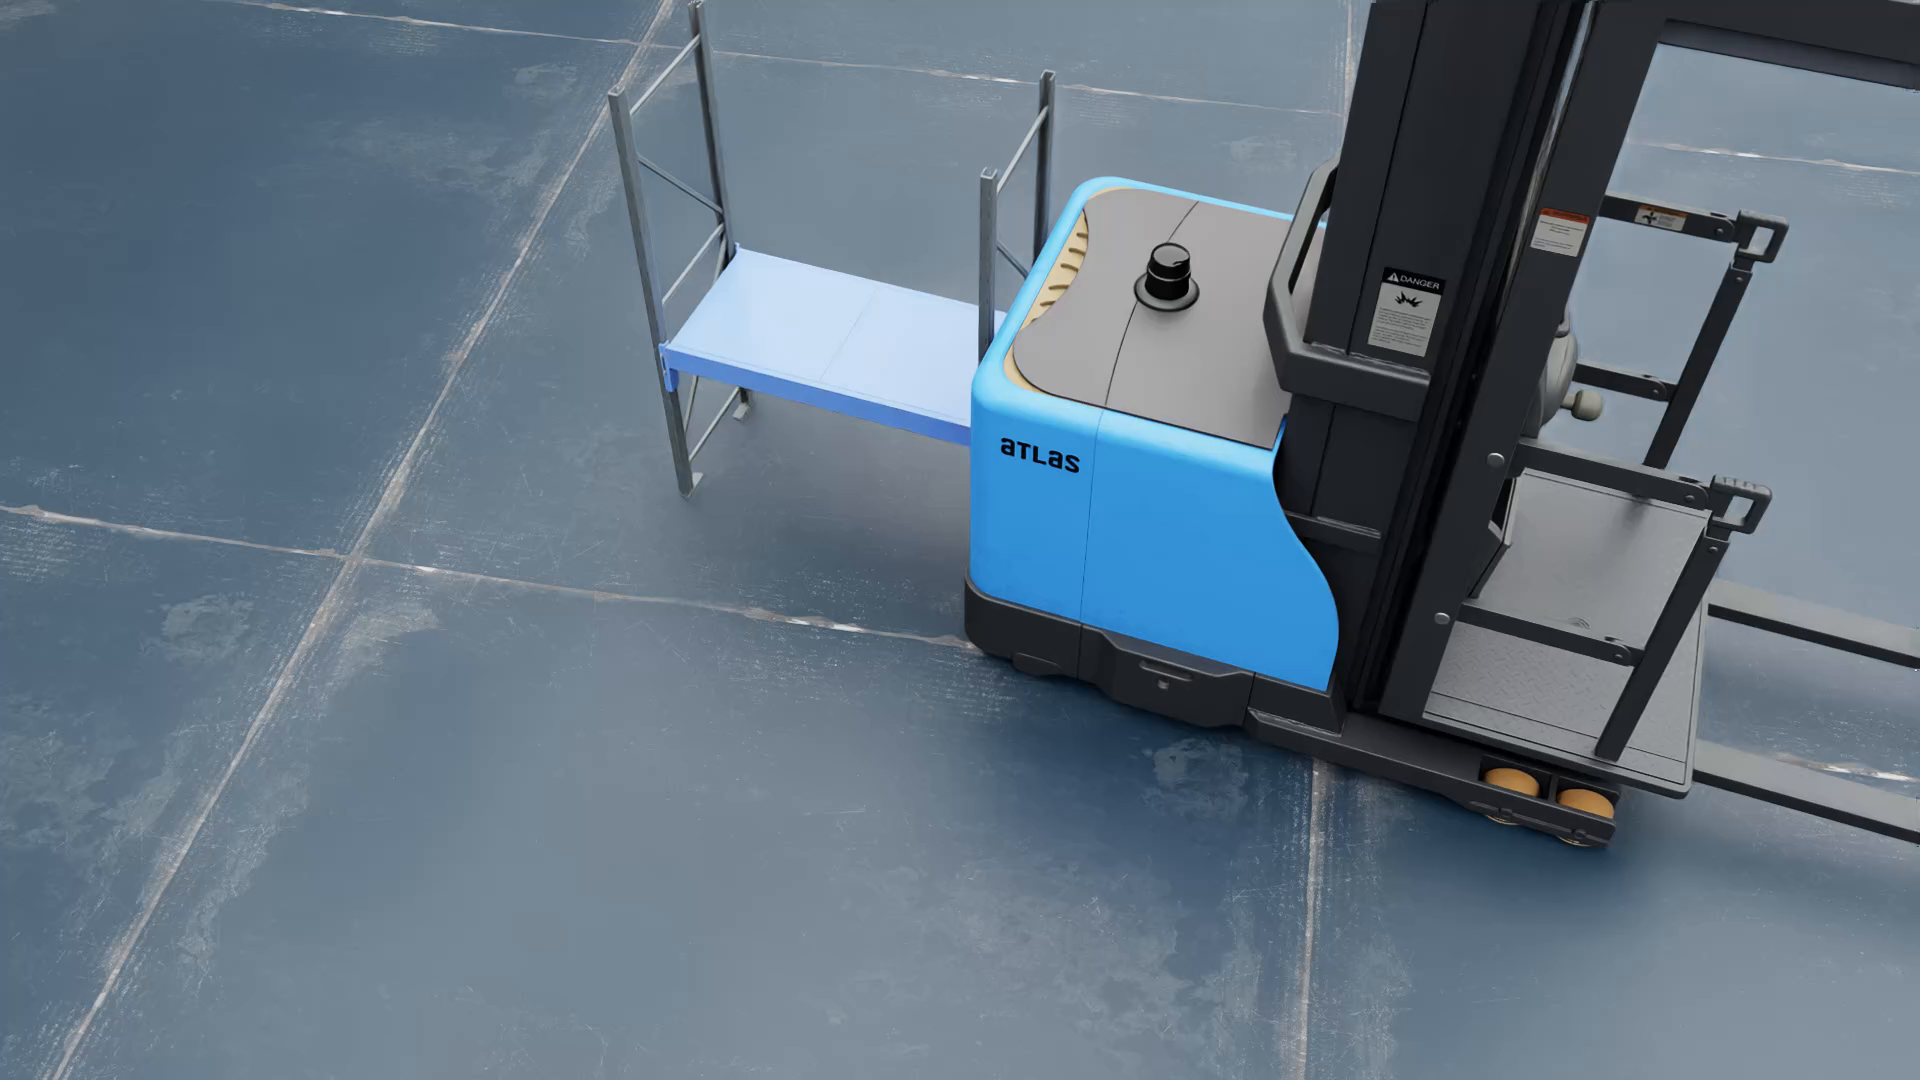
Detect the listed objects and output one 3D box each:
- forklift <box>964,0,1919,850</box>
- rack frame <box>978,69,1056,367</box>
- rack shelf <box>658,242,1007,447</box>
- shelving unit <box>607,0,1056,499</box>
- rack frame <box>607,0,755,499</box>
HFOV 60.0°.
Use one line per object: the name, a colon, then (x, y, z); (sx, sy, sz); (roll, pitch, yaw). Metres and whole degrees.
forklift: (1.585, -0.601, 3.820); (3.031, 2.935, 1.130); (16, 50, 14)
rack frame: (0.149, -0.548, 4.734); (0.032, 1.500, 0.500); (16, 50, 14)
rack shelf: (-0.327, -0.560, 4.987); (1.000, 0.185, 0.538); (16, 50, 14)
shelving unit: (-0.327, -0.680, 4.853); (1.048, 1.500, 0.538); (16, 50, 14)
rack frame: (-0.803, -0.813, 4.972); (0.032, 1.500, 0.500); (16, 50, 14)
